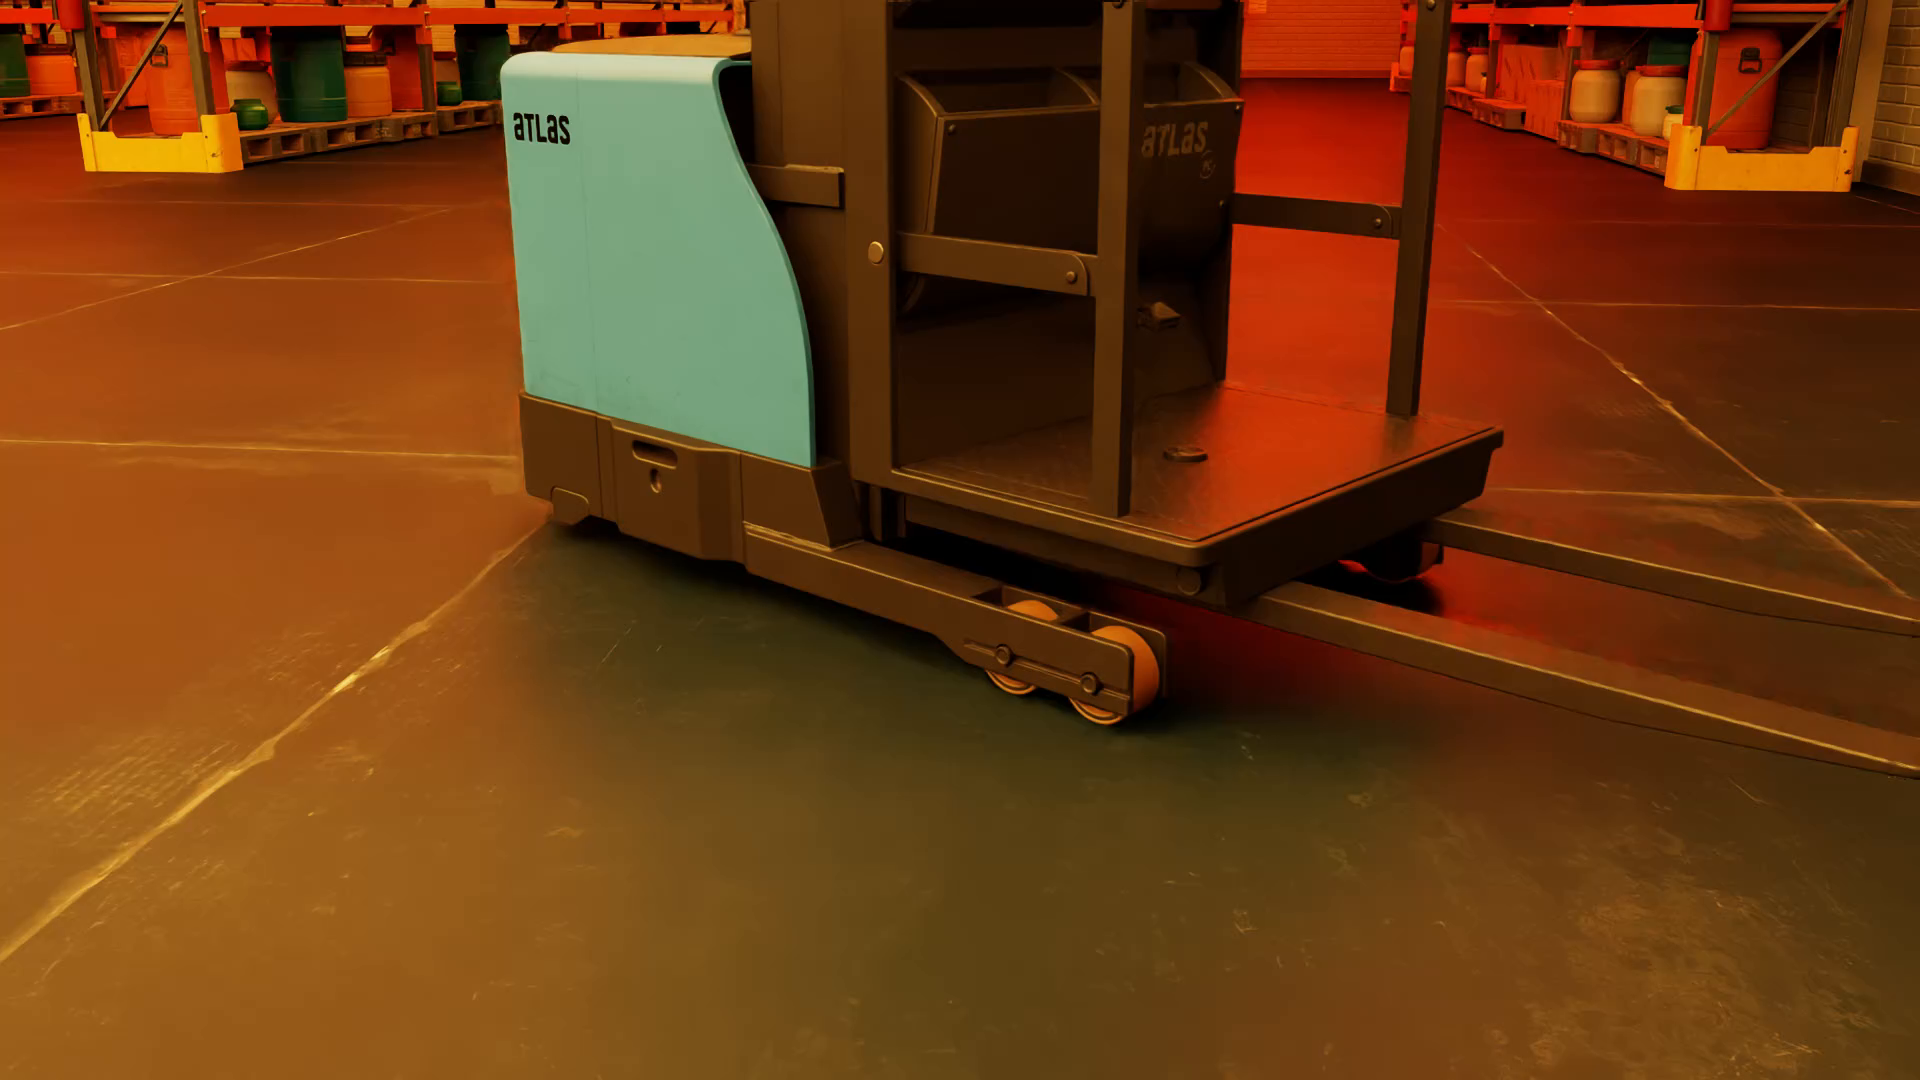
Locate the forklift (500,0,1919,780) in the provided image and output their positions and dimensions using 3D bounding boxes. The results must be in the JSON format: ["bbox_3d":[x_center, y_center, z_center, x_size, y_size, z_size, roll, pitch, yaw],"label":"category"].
[{"bbox_3d":[0.389,-1.261,2.951,3.031,2.935,1.130,15,23,40],"label":"forklift"}]
